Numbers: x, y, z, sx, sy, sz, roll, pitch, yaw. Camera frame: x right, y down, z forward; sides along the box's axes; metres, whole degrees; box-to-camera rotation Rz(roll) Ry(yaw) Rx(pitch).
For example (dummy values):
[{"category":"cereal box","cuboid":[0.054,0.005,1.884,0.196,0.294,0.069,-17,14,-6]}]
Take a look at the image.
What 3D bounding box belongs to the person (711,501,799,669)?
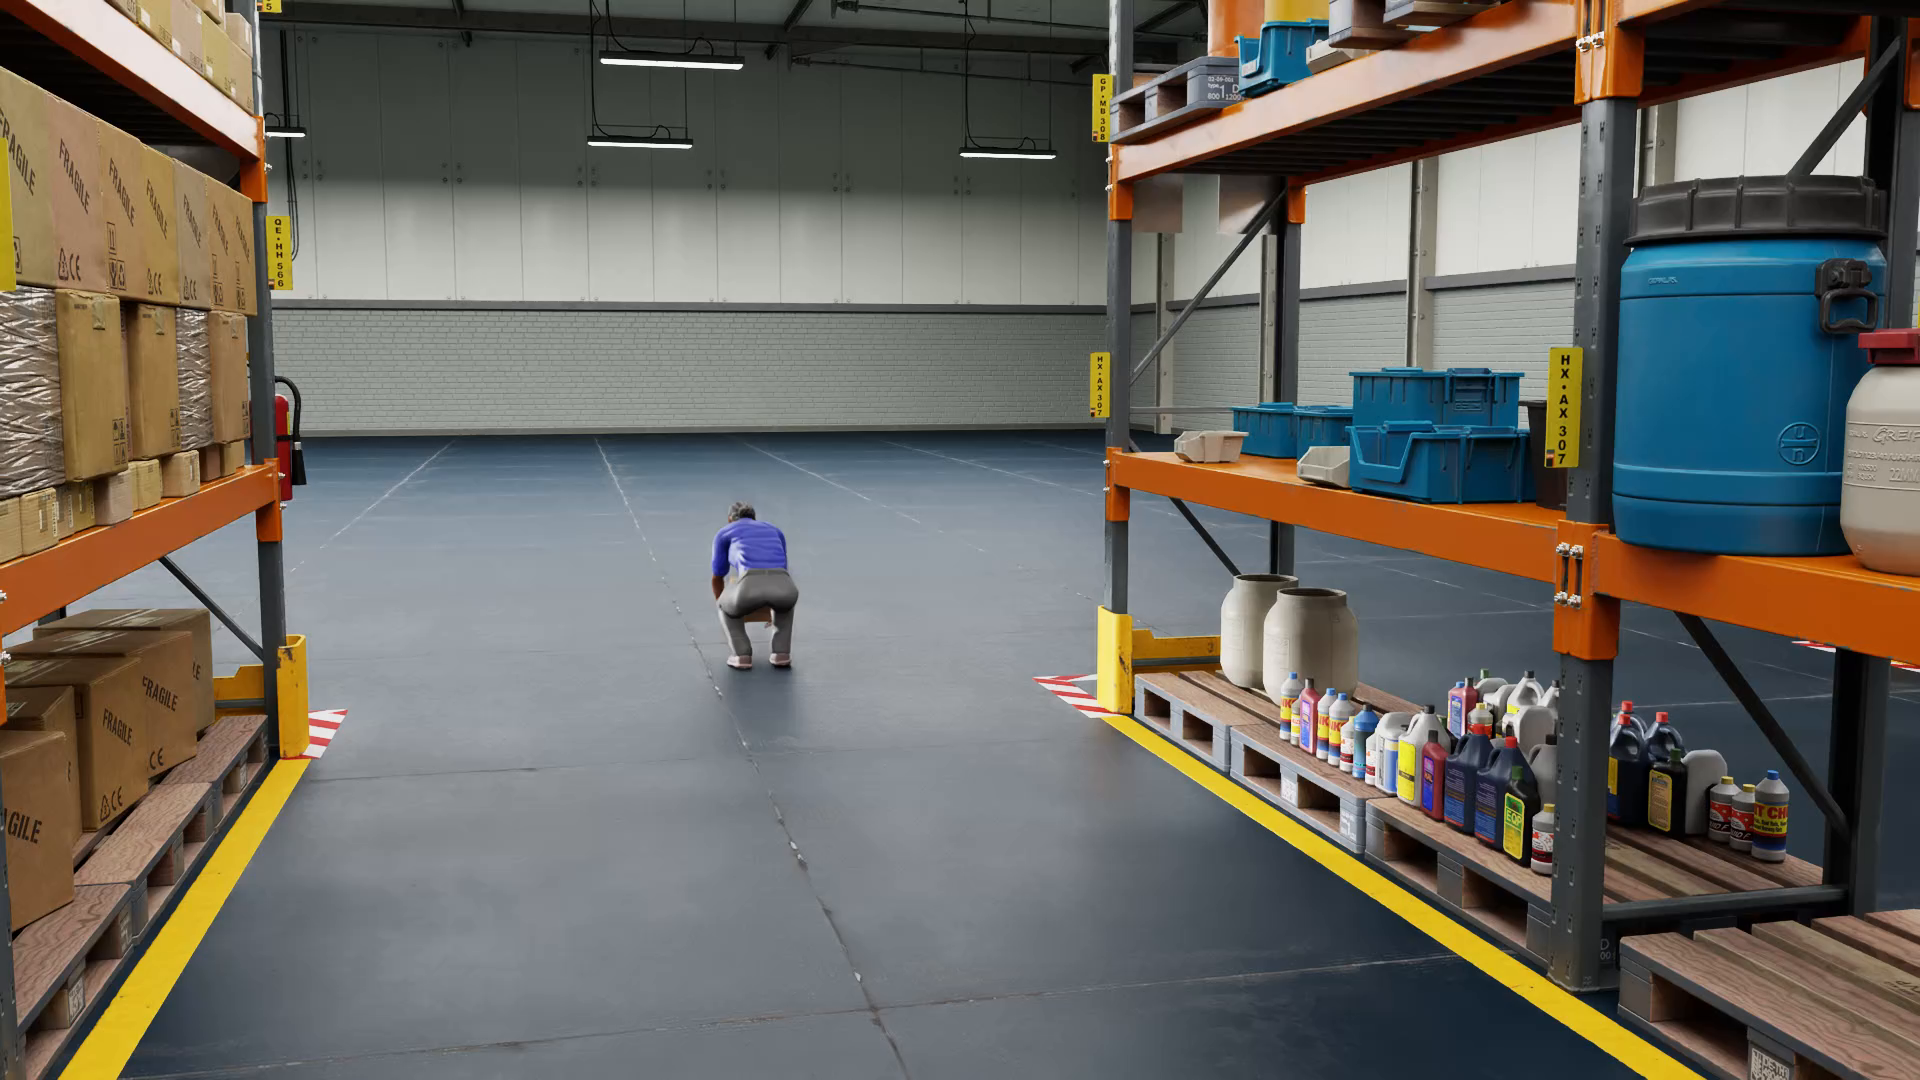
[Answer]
[{"category":"person","cuboid":[-1.201,0.258,9.711,0.473,0.936,0.819,-2,6,-14]}]
